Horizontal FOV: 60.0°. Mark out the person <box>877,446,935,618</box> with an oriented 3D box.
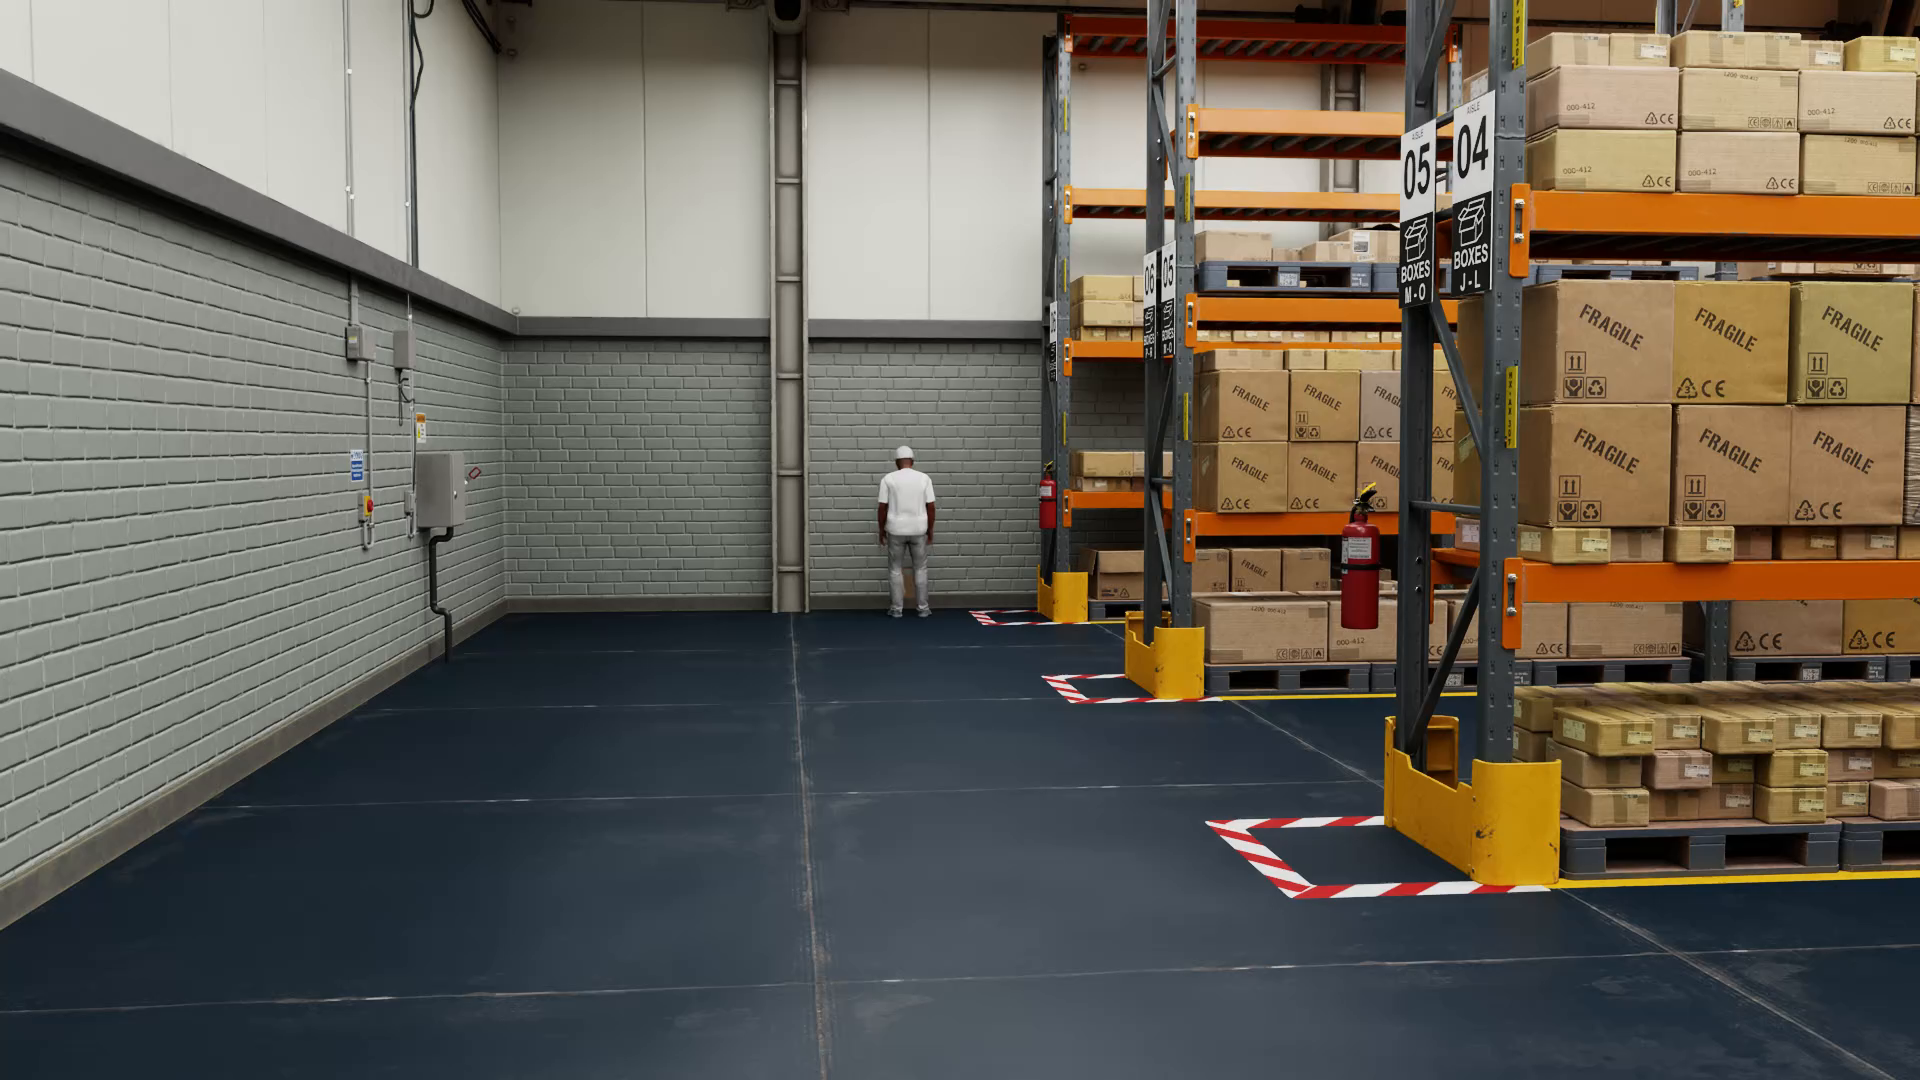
[{"bbox_3d":[-0.553,-0.088,17.129,0.601,1.762,0.443,0,3,-8],"label":"person"}]
